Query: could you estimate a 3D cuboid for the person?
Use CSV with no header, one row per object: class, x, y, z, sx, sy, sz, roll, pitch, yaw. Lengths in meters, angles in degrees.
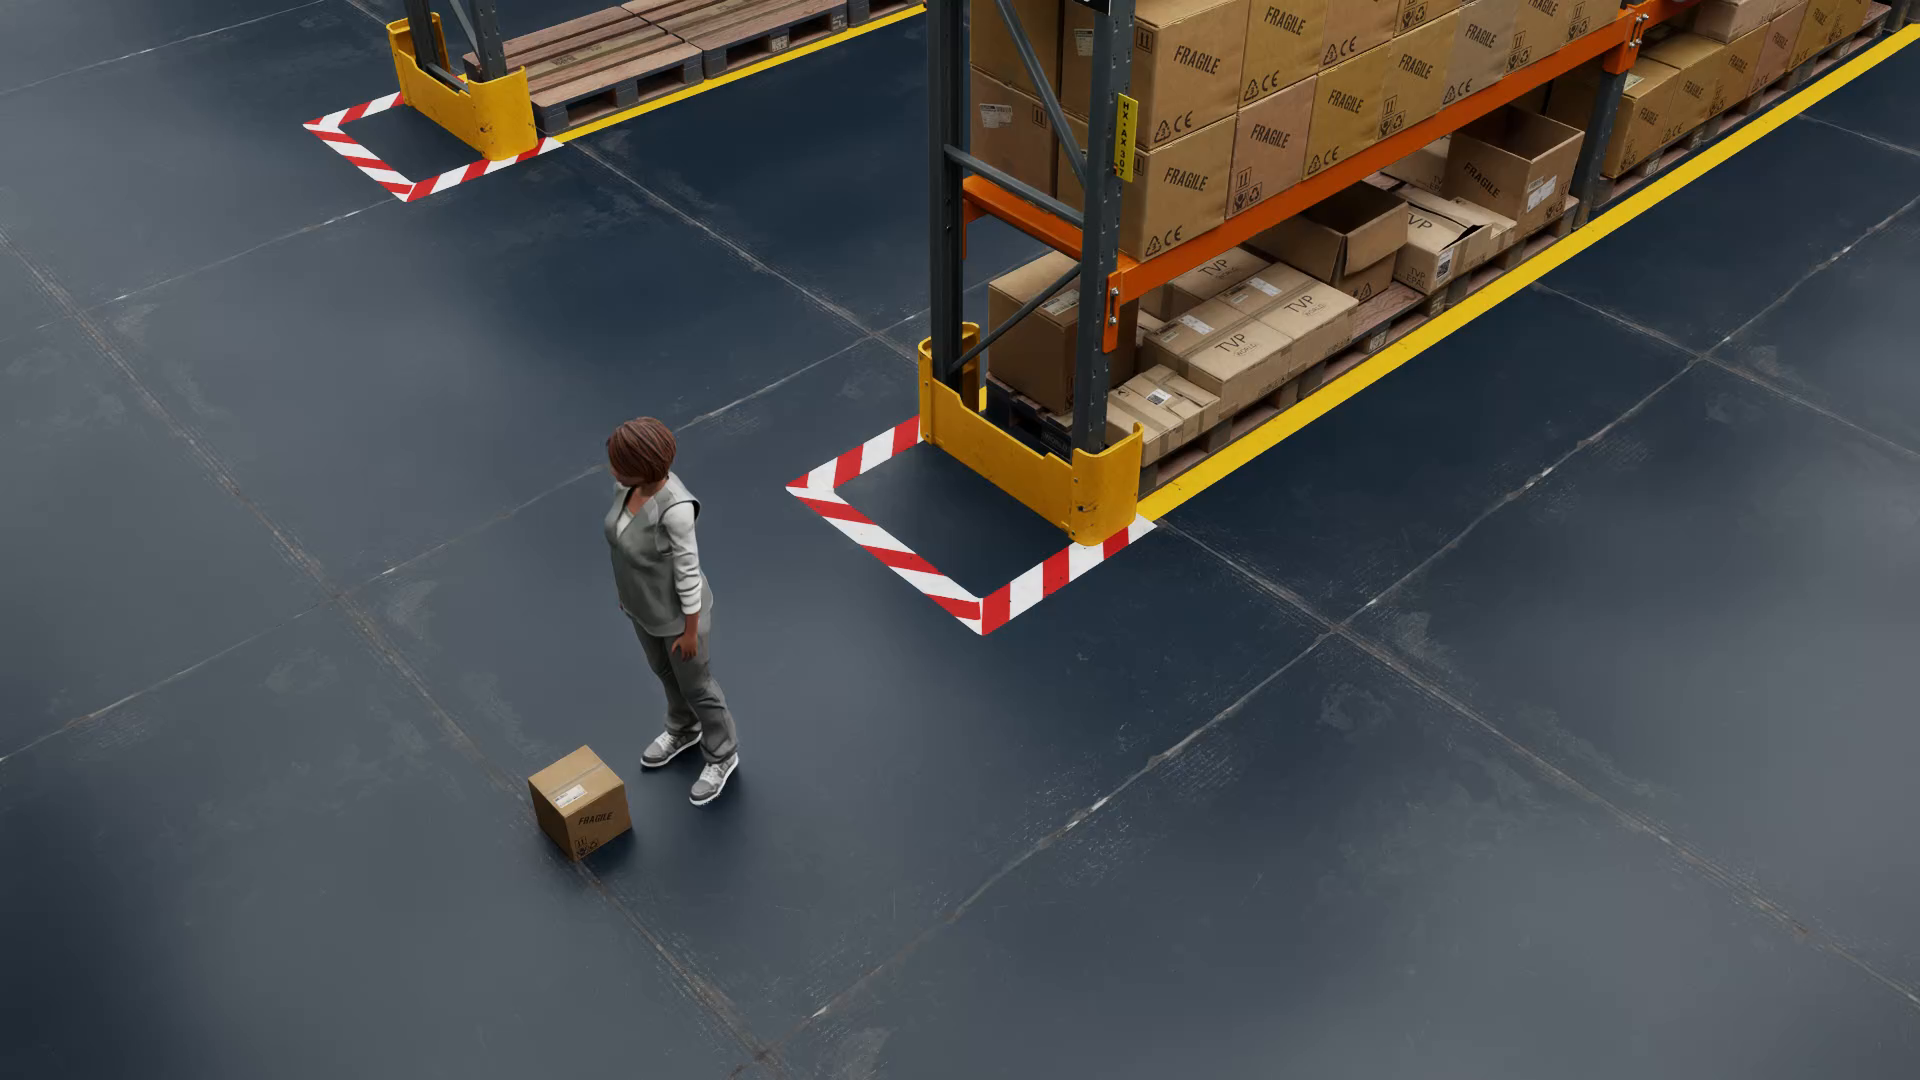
person,-1.037,0.251,5.881,0.310,1.602,0.427,-30,49,-30
